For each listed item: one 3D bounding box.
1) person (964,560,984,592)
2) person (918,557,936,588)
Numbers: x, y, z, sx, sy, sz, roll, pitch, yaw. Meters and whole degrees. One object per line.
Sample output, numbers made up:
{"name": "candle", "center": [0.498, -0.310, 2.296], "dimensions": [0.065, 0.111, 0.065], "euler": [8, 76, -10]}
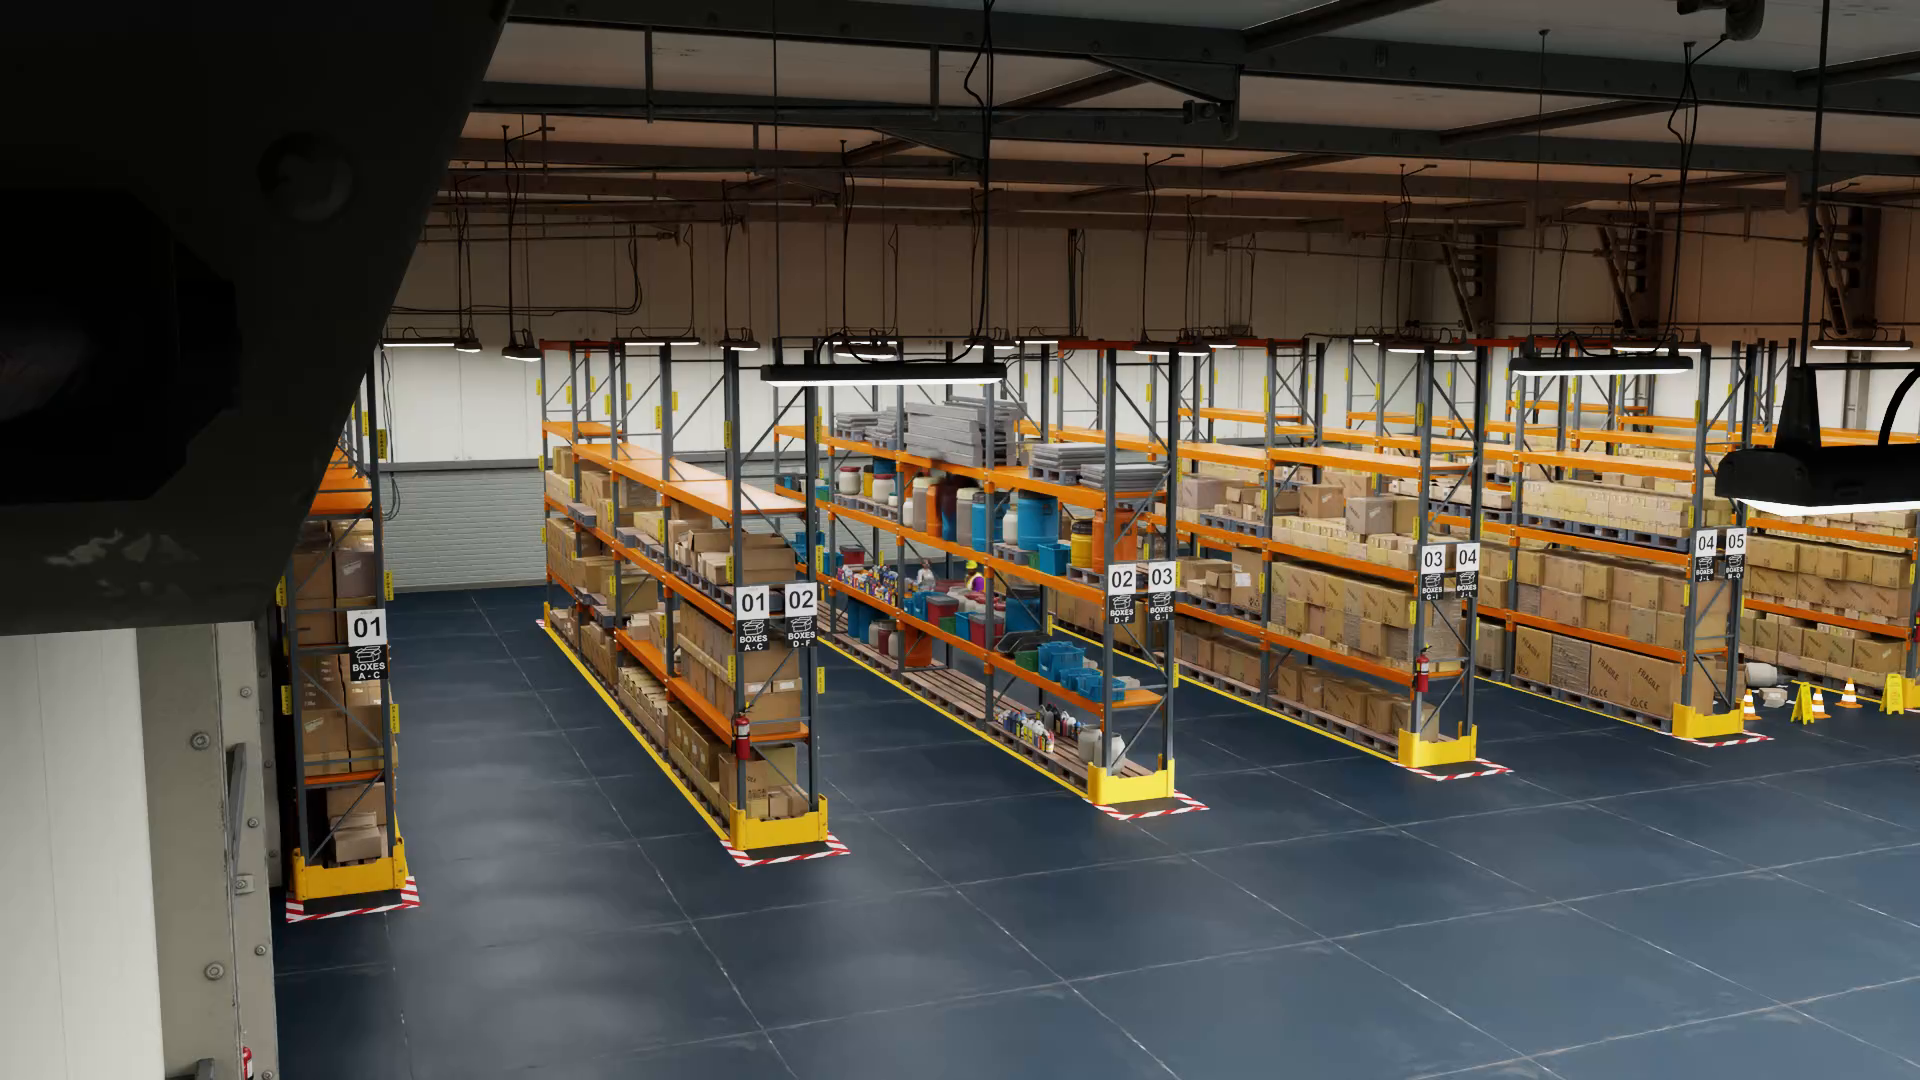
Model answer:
{"name": "person", "center": [0.182, 1.186, 31.039], "dimensions": [0.452, 1.682, 0.593], "euler": [-3, 8, -21]}
{"name": "person", "center": [-0.708, 1.120, 34.115], "dimensions": [0.466, 1.550, 0.785], "euler": [-7, 10, -41]}
